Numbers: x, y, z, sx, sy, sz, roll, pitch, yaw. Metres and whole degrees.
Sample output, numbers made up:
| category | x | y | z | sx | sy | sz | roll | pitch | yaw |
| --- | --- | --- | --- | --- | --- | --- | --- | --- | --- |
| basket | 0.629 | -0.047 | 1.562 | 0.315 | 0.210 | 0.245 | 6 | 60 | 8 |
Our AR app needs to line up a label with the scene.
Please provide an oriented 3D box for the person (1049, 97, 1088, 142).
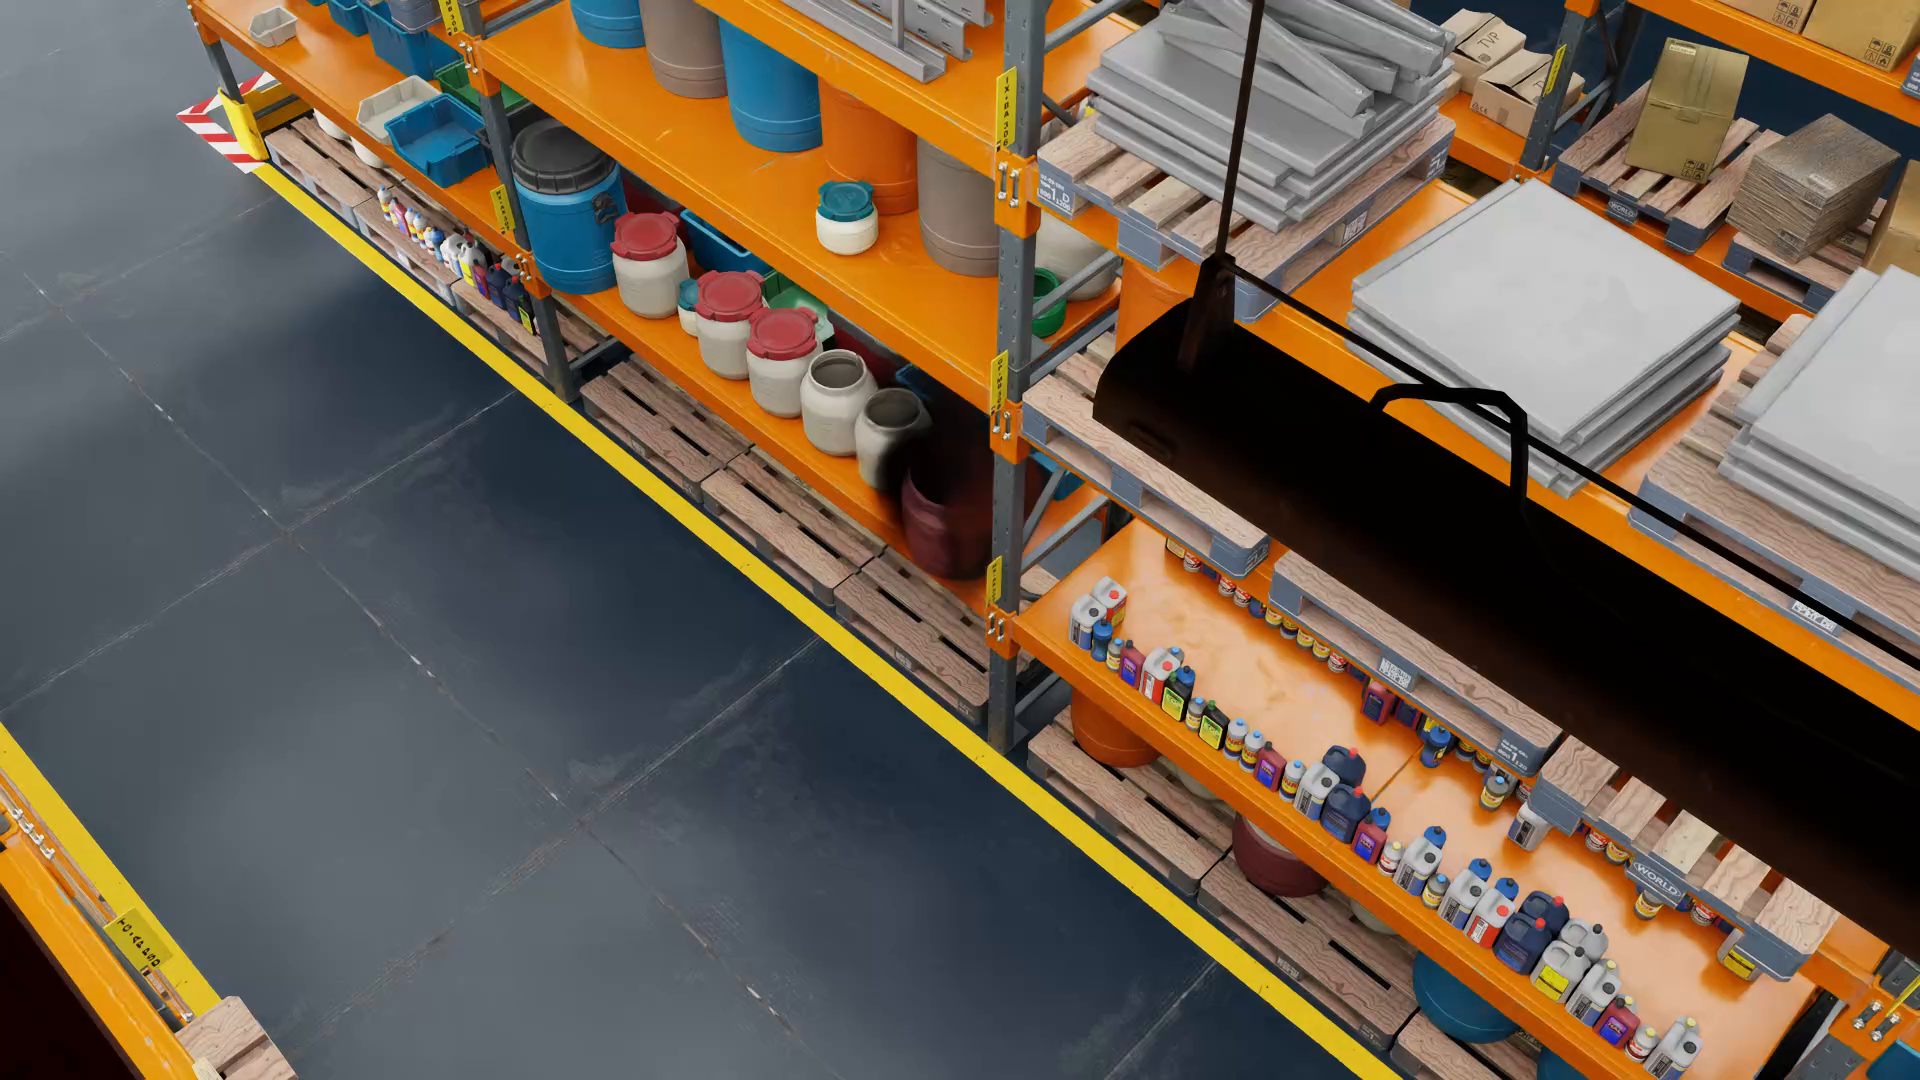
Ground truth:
| category | x | y | z | sx | sy | sz | roll | pitch | yaw |
| --- | --- | --- | --- | --- | --- | --- | --- | --- | --- |
| person | 0.632 | -2.962 | 11.413 | 0.420 | 1.669 | 0.519 | -23 | 54 | -18 |
